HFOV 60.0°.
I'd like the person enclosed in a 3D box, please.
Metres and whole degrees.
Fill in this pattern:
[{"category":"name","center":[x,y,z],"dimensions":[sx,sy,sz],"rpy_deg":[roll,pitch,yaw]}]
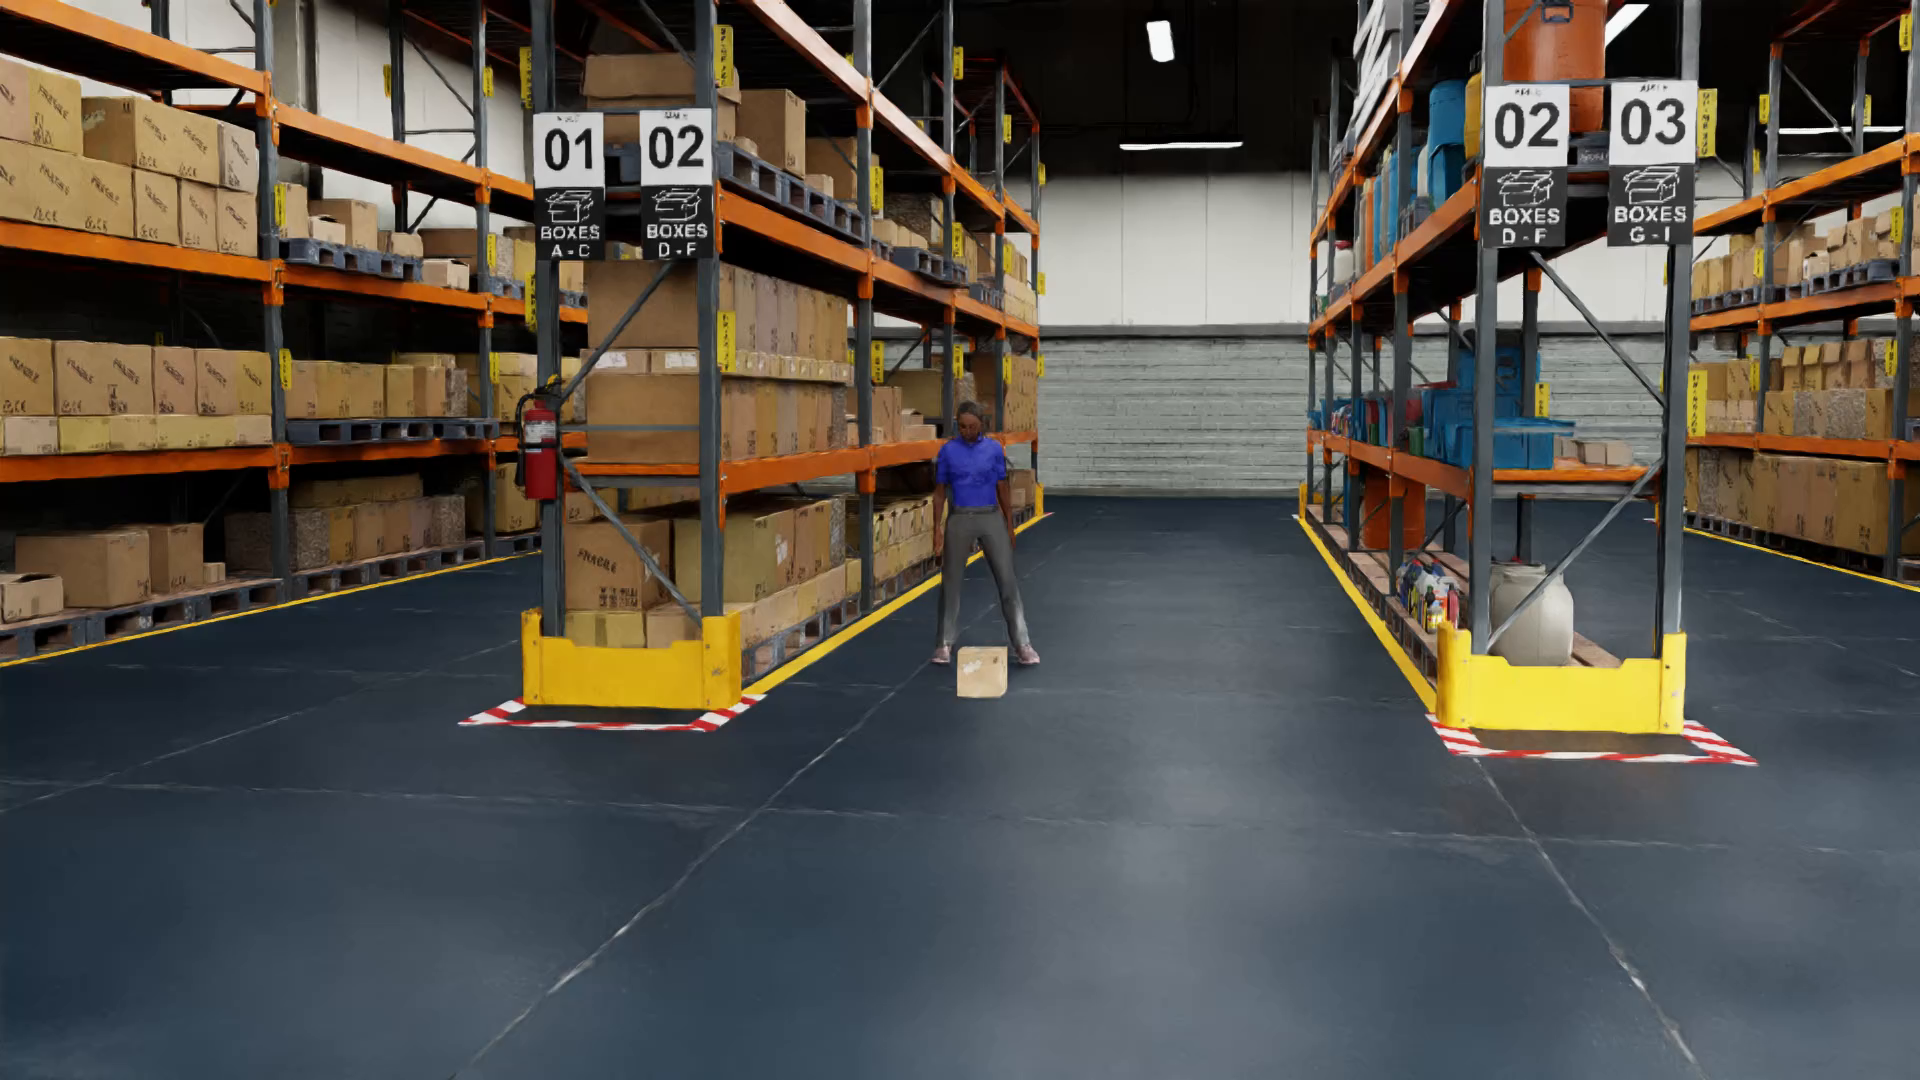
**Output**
[{"category":"person","center":[0.154,-0.049,10.389],"dimensions":[0.673,1.646,0.439],"rpy_deg":[0,5,-2]}]
